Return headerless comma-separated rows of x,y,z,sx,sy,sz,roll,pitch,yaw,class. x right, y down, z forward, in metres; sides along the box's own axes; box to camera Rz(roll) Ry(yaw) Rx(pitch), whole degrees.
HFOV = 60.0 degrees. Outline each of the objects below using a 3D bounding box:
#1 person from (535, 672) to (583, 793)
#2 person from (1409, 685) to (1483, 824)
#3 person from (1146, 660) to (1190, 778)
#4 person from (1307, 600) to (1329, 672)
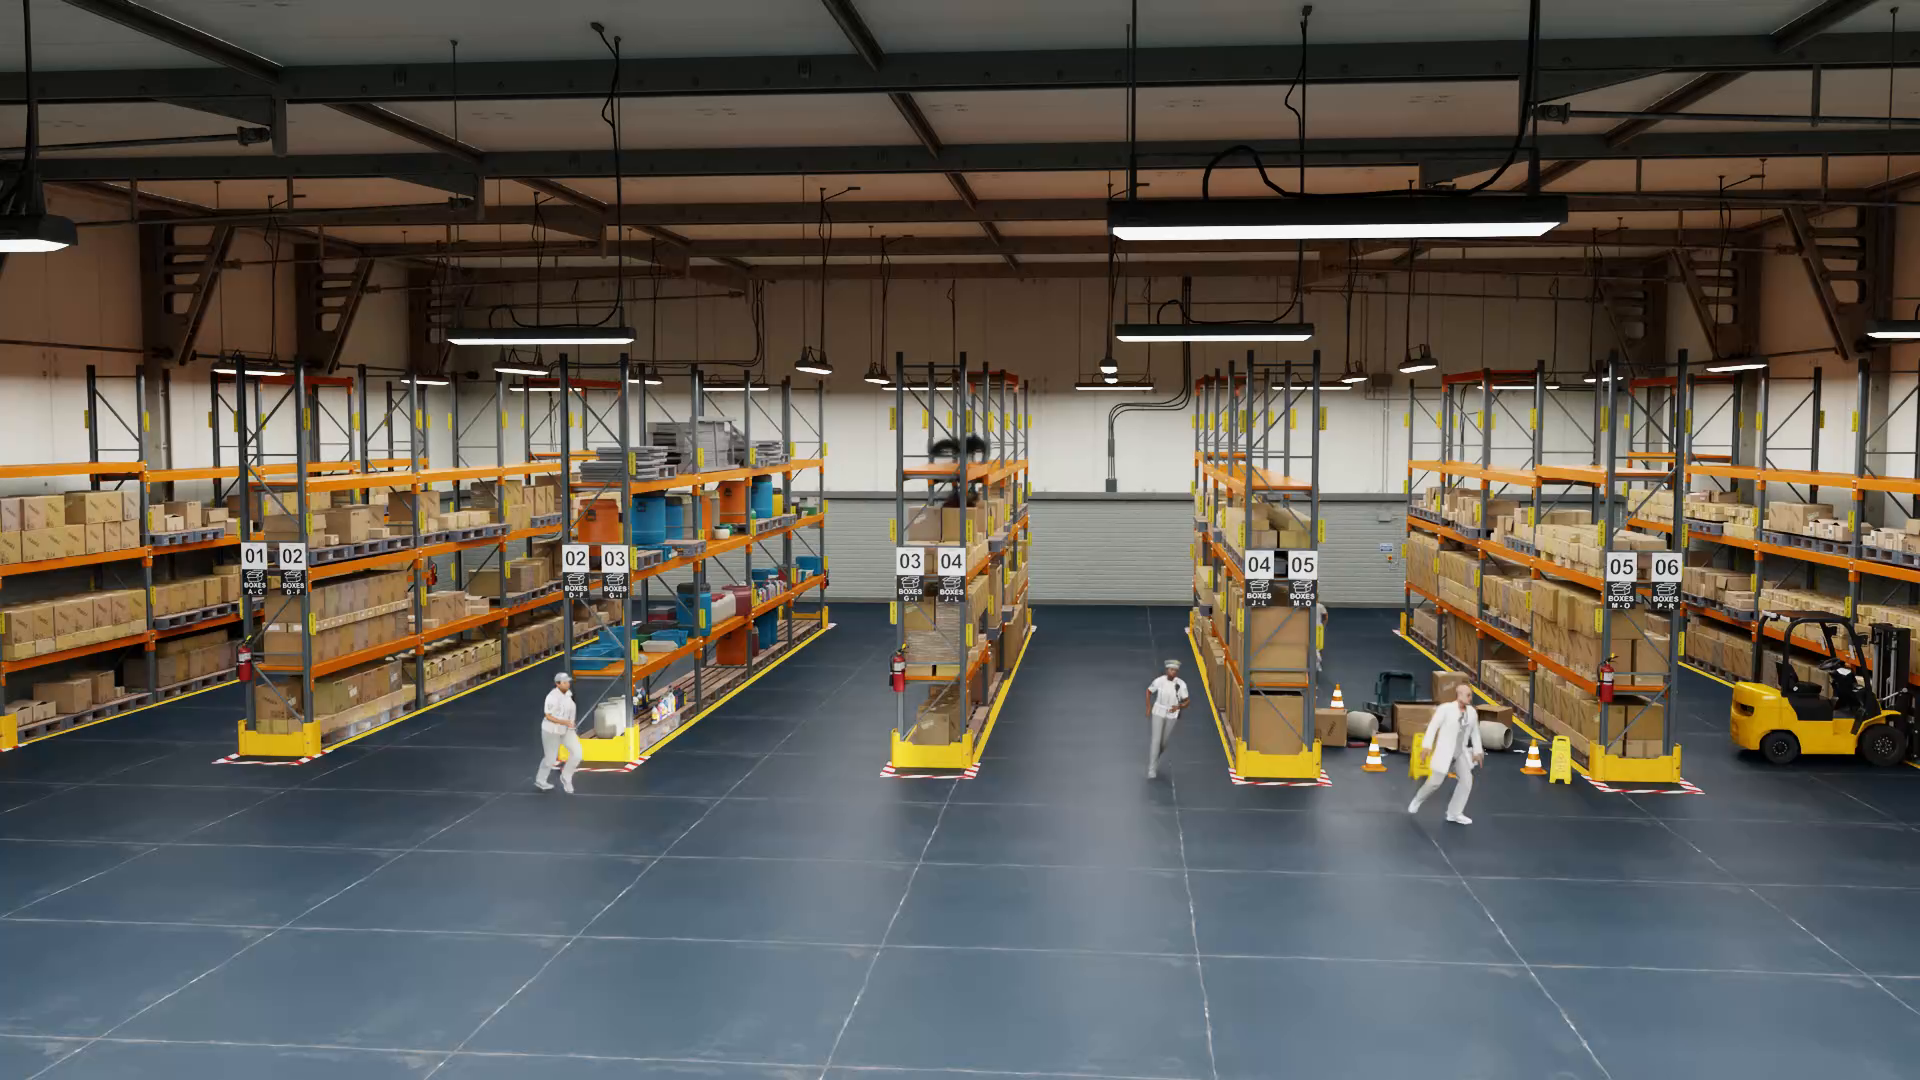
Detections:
-5.402,2.607,22.415,0.789,1.673,0.535,3,5,36,person
6.103,2.707,20.896,0.787,1.612,0.827,-2,4,-21,person
2.939,2.494,23.546,0.618,1.633,0.878,0,4,2,person
7.101,1.841,33.206,0.604,1.616,0.588,-1,4,-9,person
